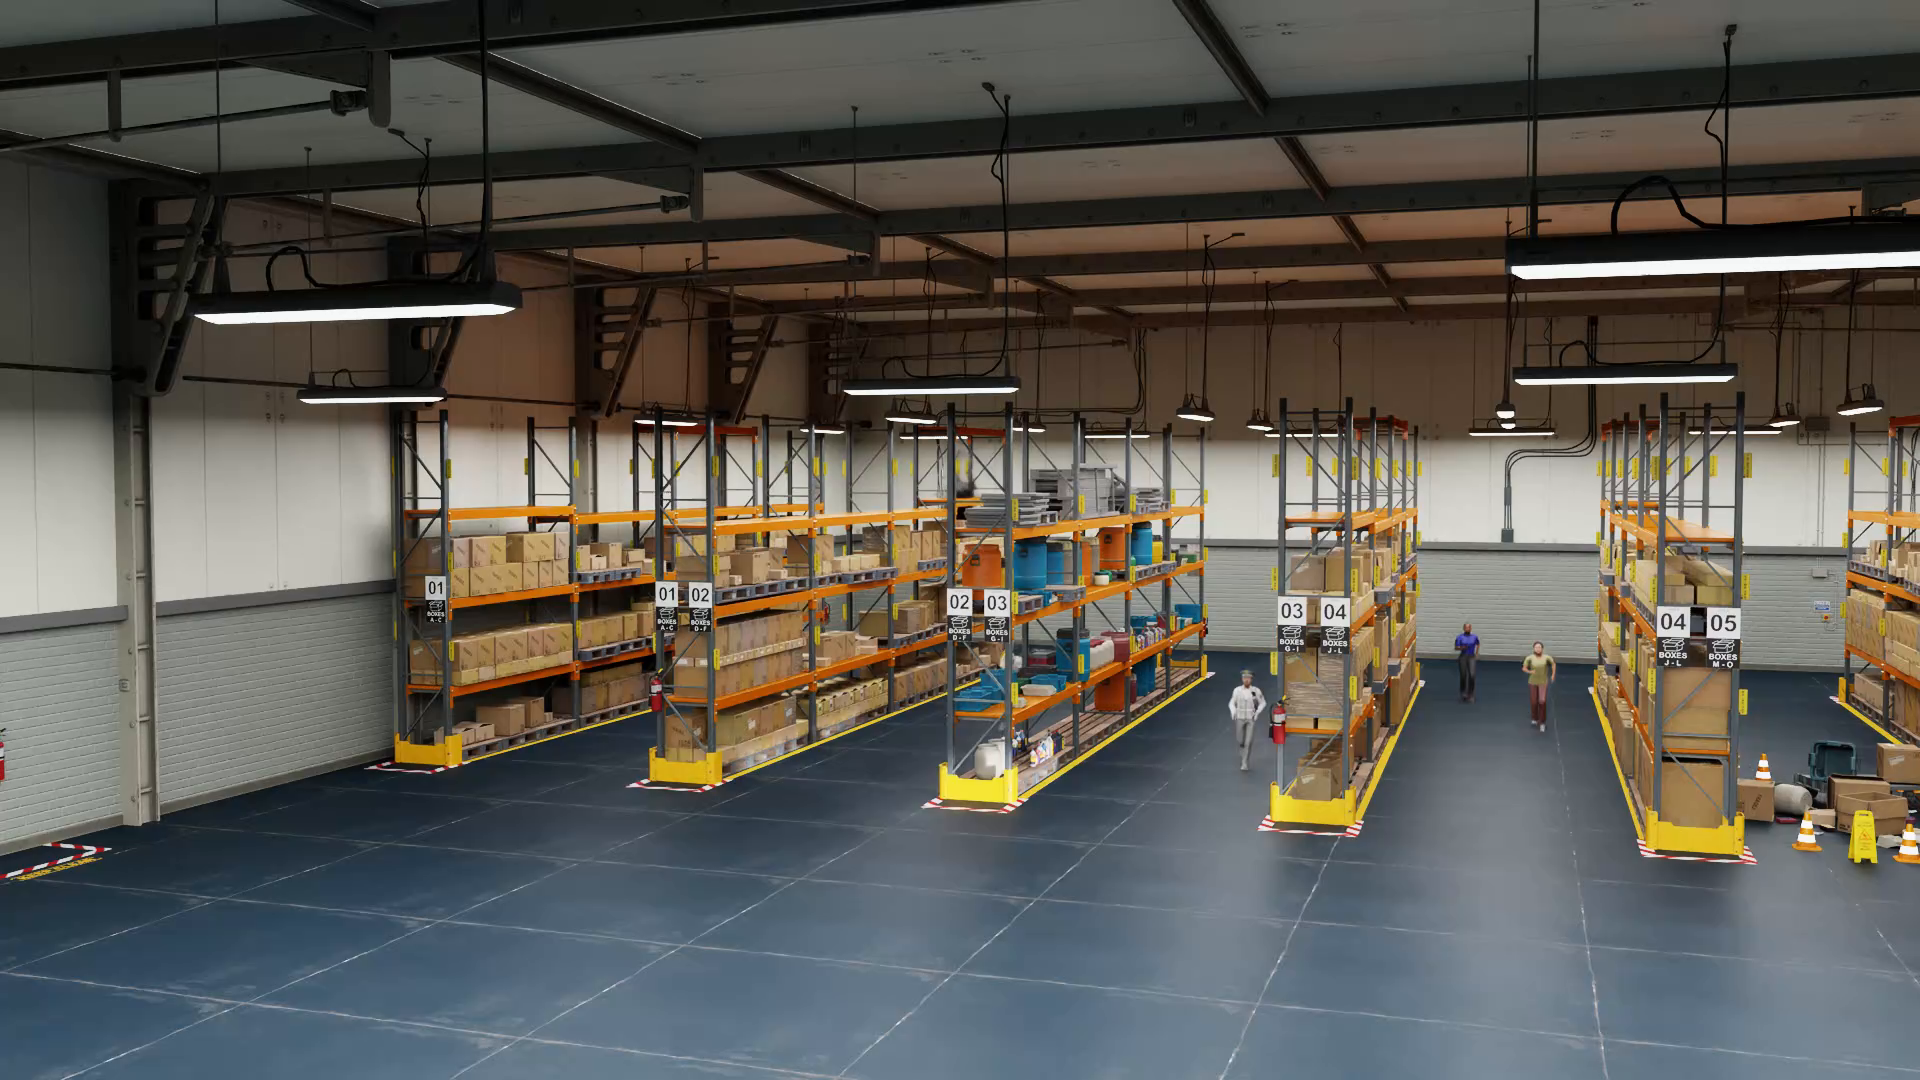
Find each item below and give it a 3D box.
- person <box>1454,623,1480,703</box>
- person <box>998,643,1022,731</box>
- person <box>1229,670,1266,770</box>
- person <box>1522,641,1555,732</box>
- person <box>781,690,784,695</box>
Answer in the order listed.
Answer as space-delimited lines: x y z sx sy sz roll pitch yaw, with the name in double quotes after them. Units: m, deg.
10.934 2.635 35.848 0.560 1.714 0.742 1 2 12 "person"
0.985 2.804 32.171 0.547 1.698 1.048 1 3 19 "person"
4.803 2.985 27.790 0.615 1.658 0.642 1 3 15 "person"
11.108 2.810 31.930 0.594 1.743 0.729 1 3 21 "person"
-3.756 2.725 33.755 0.587 1.698 0.945 1 3 21 "person"
